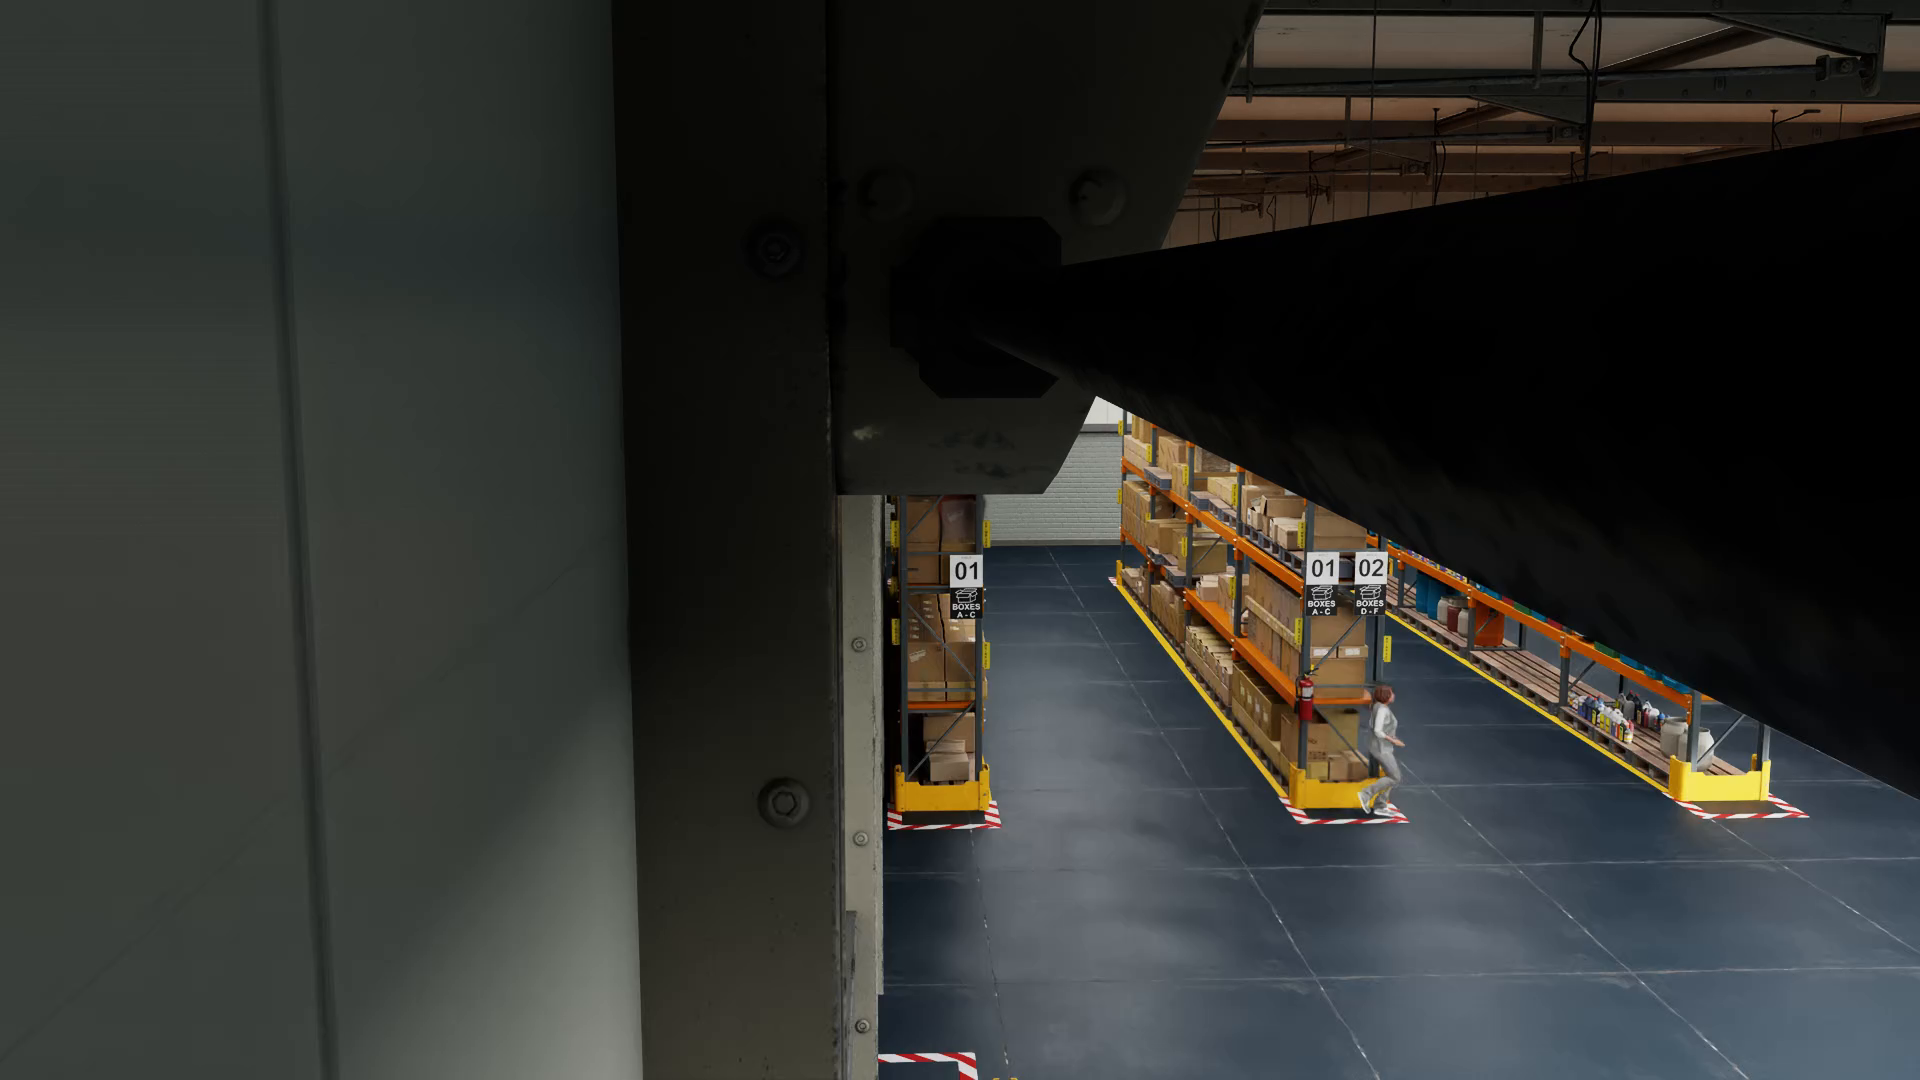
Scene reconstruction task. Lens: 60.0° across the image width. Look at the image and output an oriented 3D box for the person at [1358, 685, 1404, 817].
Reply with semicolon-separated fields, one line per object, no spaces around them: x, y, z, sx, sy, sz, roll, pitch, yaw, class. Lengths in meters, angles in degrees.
4.889;2.484;19.323;0.502;1.465;0.534;1;9;8;person
